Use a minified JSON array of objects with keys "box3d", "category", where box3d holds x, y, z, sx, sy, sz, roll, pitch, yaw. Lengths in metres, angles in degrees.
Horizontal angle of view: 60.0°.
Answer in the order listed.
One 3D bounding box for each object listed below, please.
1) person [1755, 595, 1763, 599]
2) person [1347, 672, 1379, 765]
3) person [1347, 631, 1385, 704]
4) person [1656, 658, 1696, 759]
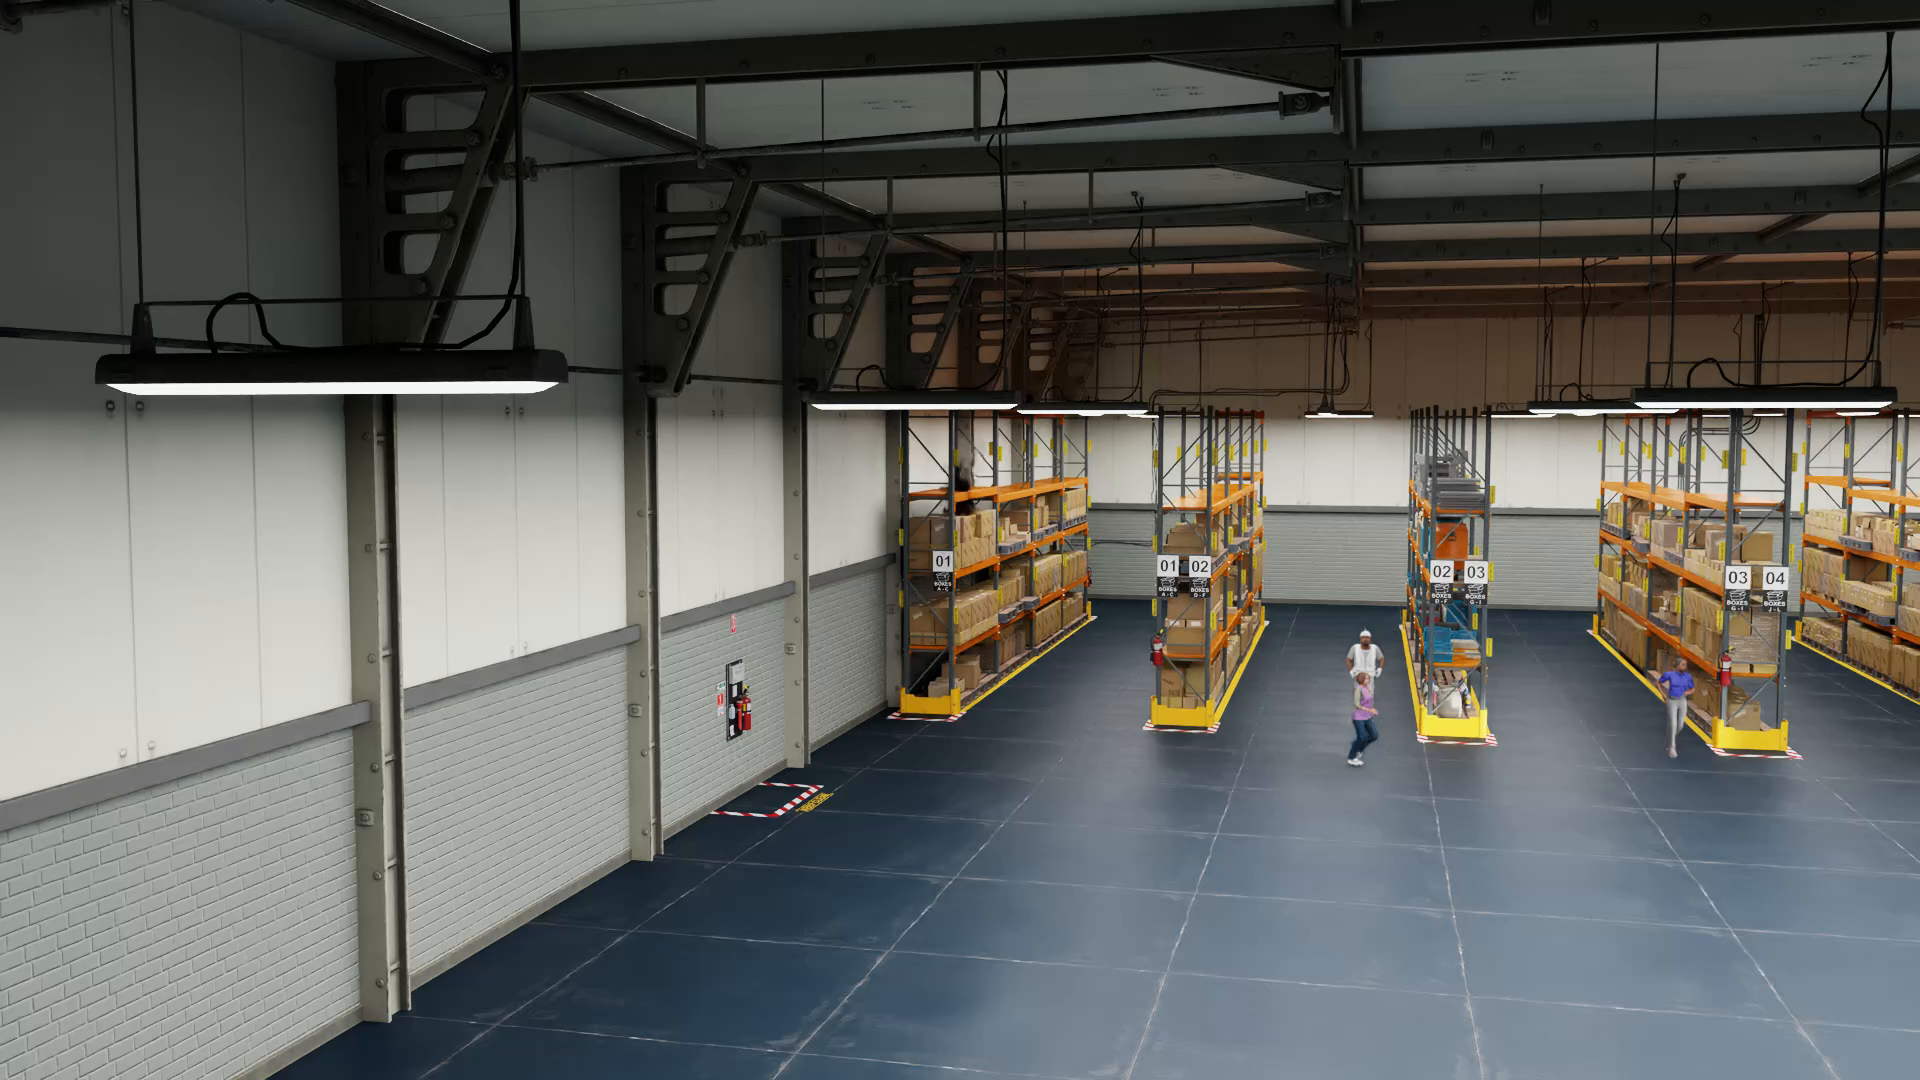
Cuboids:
[{"box3d":[20.633,1.750,43.455,0.756,1.732,0.884,2,5,25],"category":"person"},{"box3d":[6.702,2.943,27.521,0.584,1.538,0.577,4,5,42],"category":"person"},{"box3d":[7.707,2.586,31.610,0.704,1.755,0.619,1,4,10],"category":"person"},{"box3d":[12.346,2.890,28.598,0.592,1.582,0.924,0,4,-3],"category":"person"}]
